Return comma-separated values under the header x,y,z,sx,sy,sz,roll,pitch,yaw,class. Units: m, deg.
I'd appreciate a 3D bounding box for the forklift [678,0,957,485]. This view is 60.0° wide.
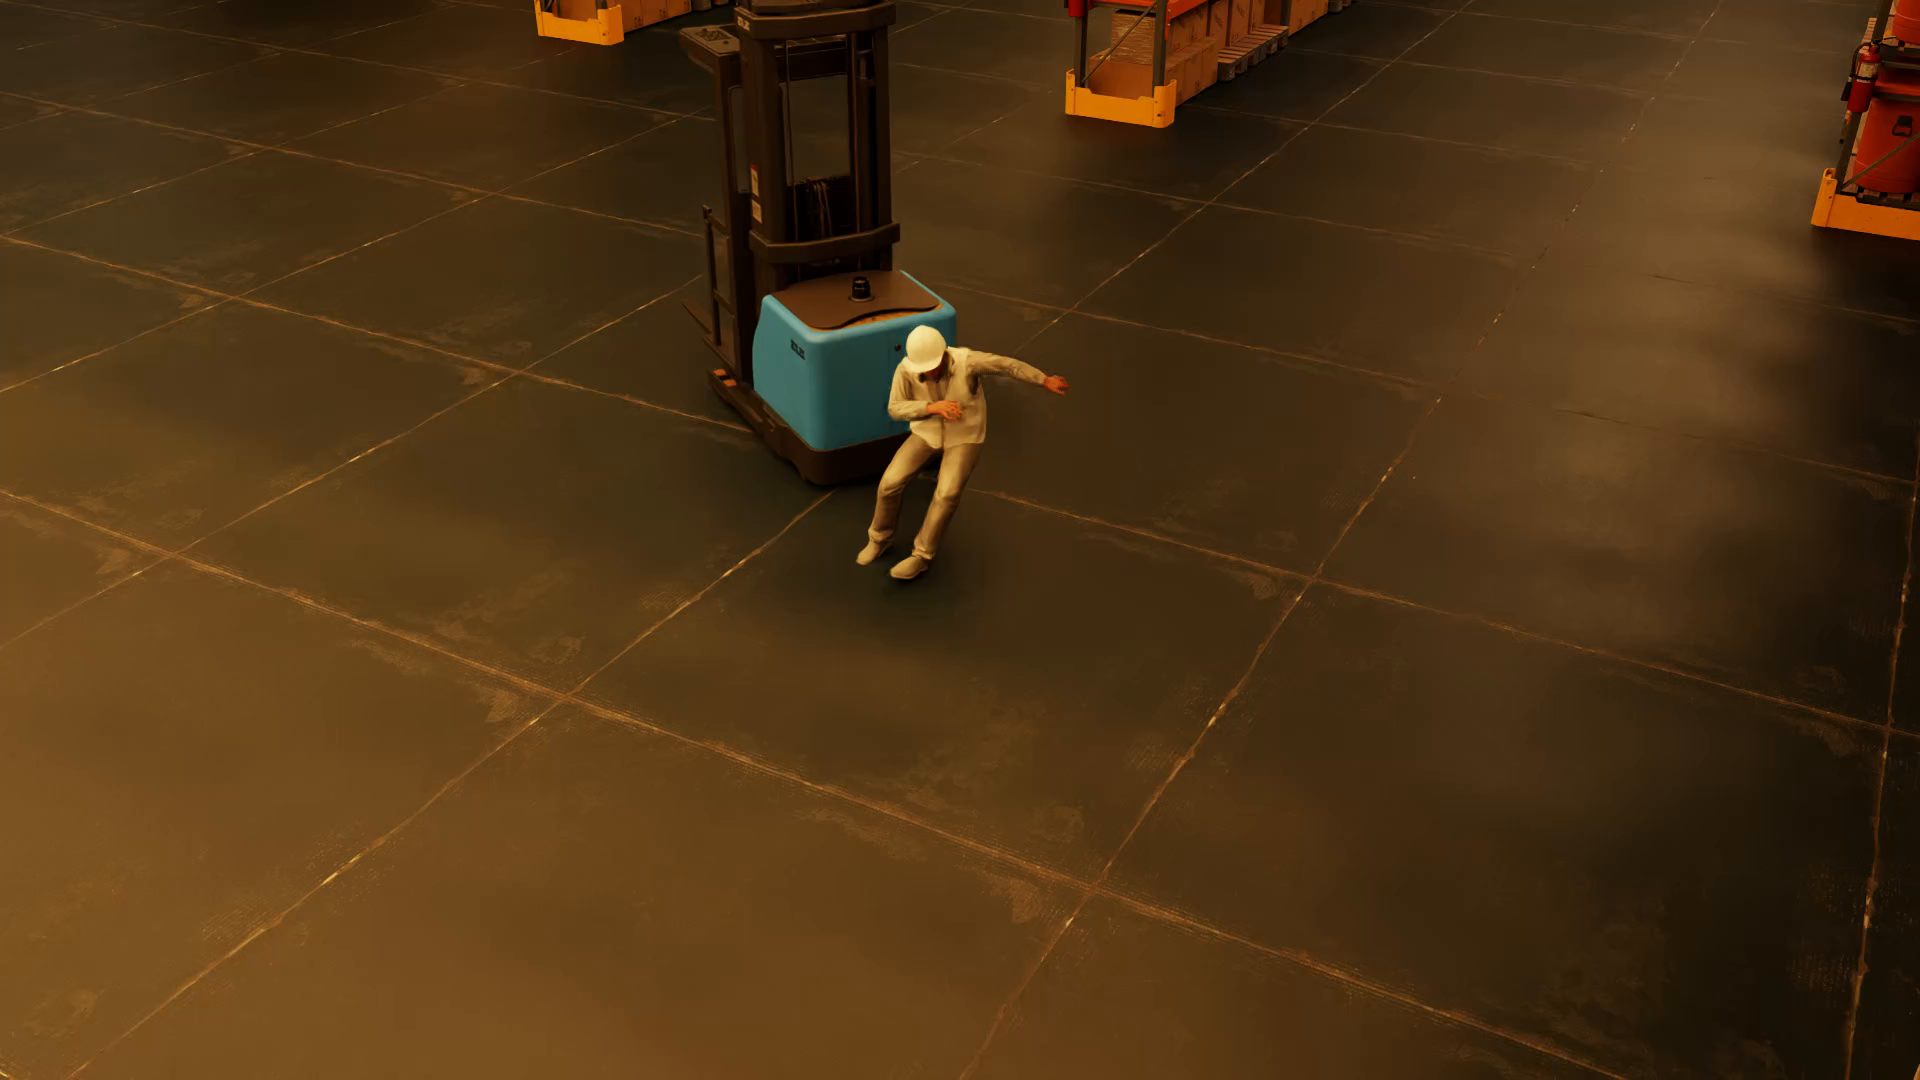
x,y,z,sx,sy,sz,roll,pitch,yaw,class
-1.136,-2.325,11.099,1.130,2.935,3.031,-15,33,-24,forklift

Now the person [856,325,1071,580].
x,y,z,sx,sy,sz,roll,pitch,yaw,class
-0.002,-0.539,9.535,1.178,1.478,0.935,5,30,8,person
